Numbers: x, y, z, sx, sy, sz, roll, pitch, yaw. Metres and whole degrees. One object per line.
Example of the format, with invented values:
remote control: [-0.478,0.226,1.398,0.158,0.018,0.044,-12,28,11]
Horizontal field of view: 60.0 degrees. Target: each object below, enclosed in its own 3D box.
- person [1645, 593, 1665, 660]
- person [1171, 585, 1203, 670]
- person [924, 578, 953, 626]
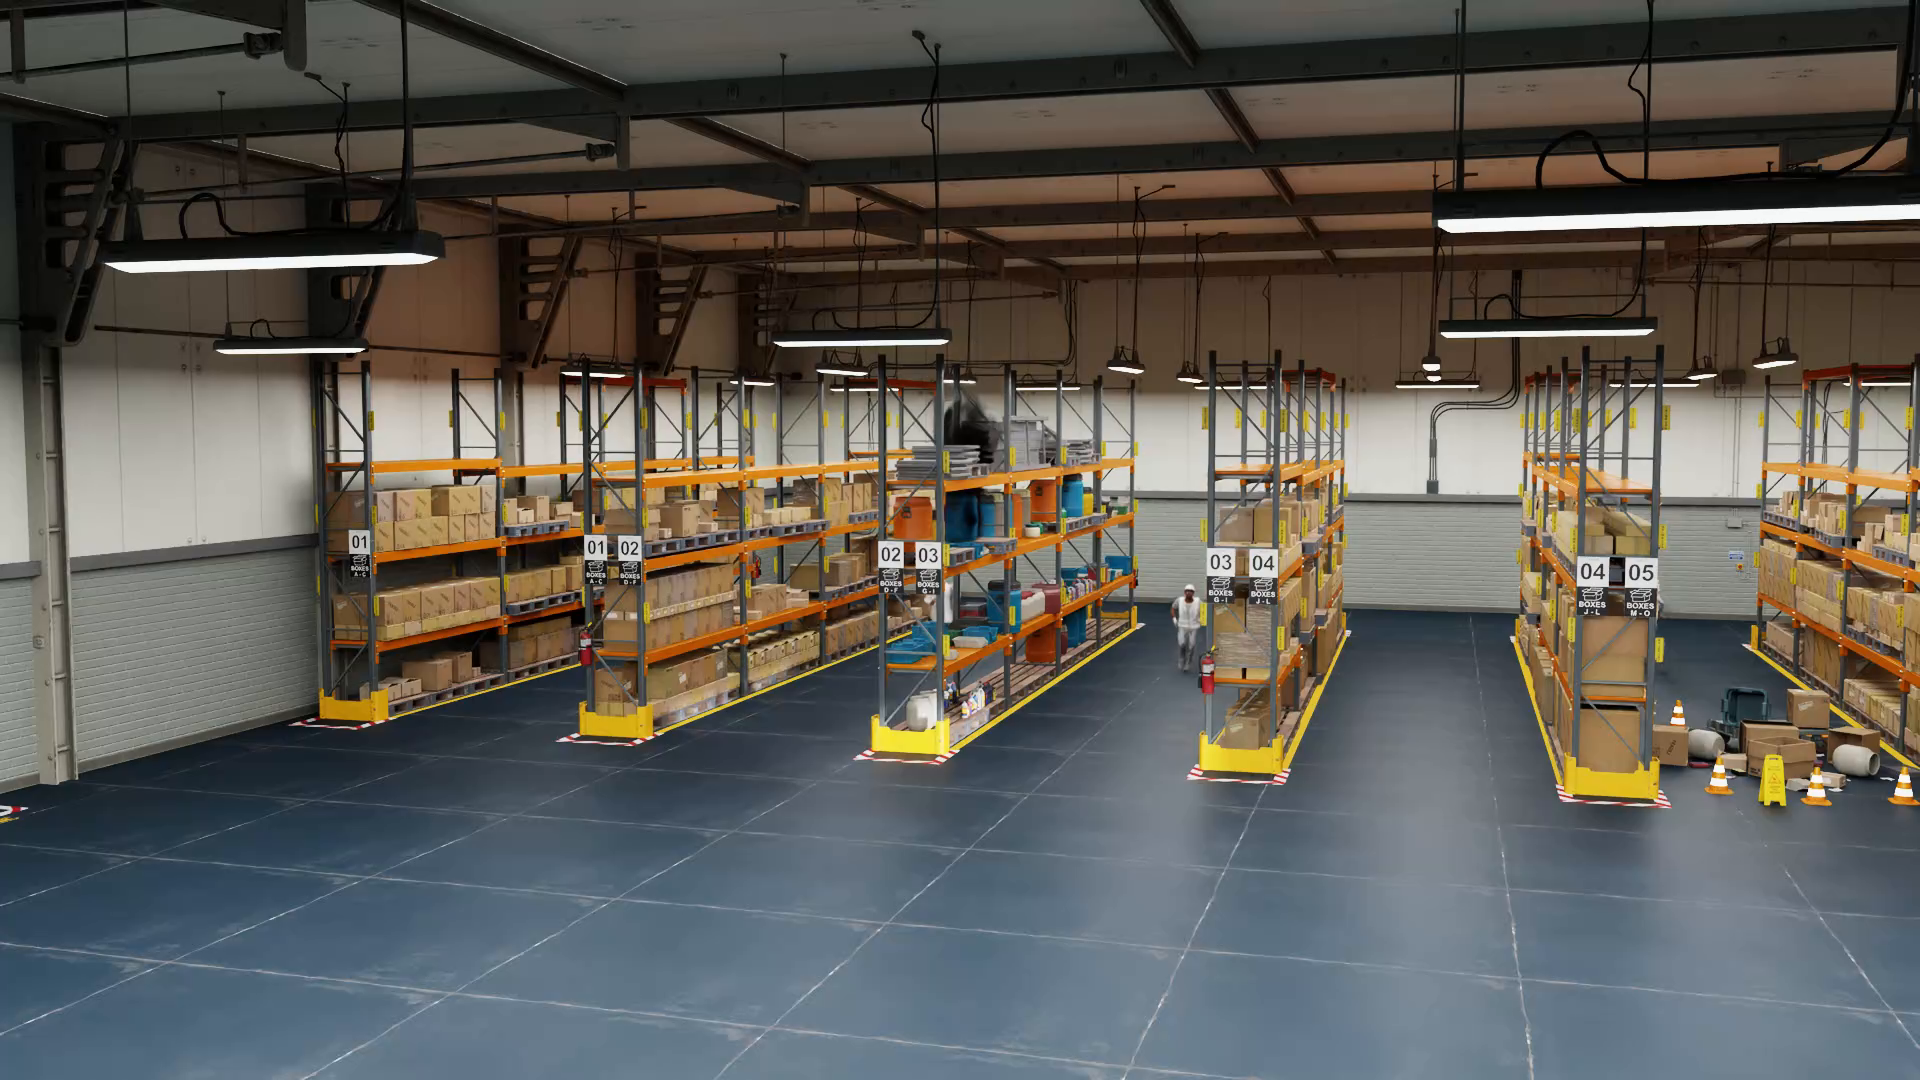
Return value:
person: [14.196,1.636,34.471,0.643,1.796,0.901,0,4,5]
person: [4.548,1.752,33.128,0.676,1.732,0.668,0,4,6]
person: [-0.398,1.571,35.186,0.711,1.758,0.953,0,4,3]
